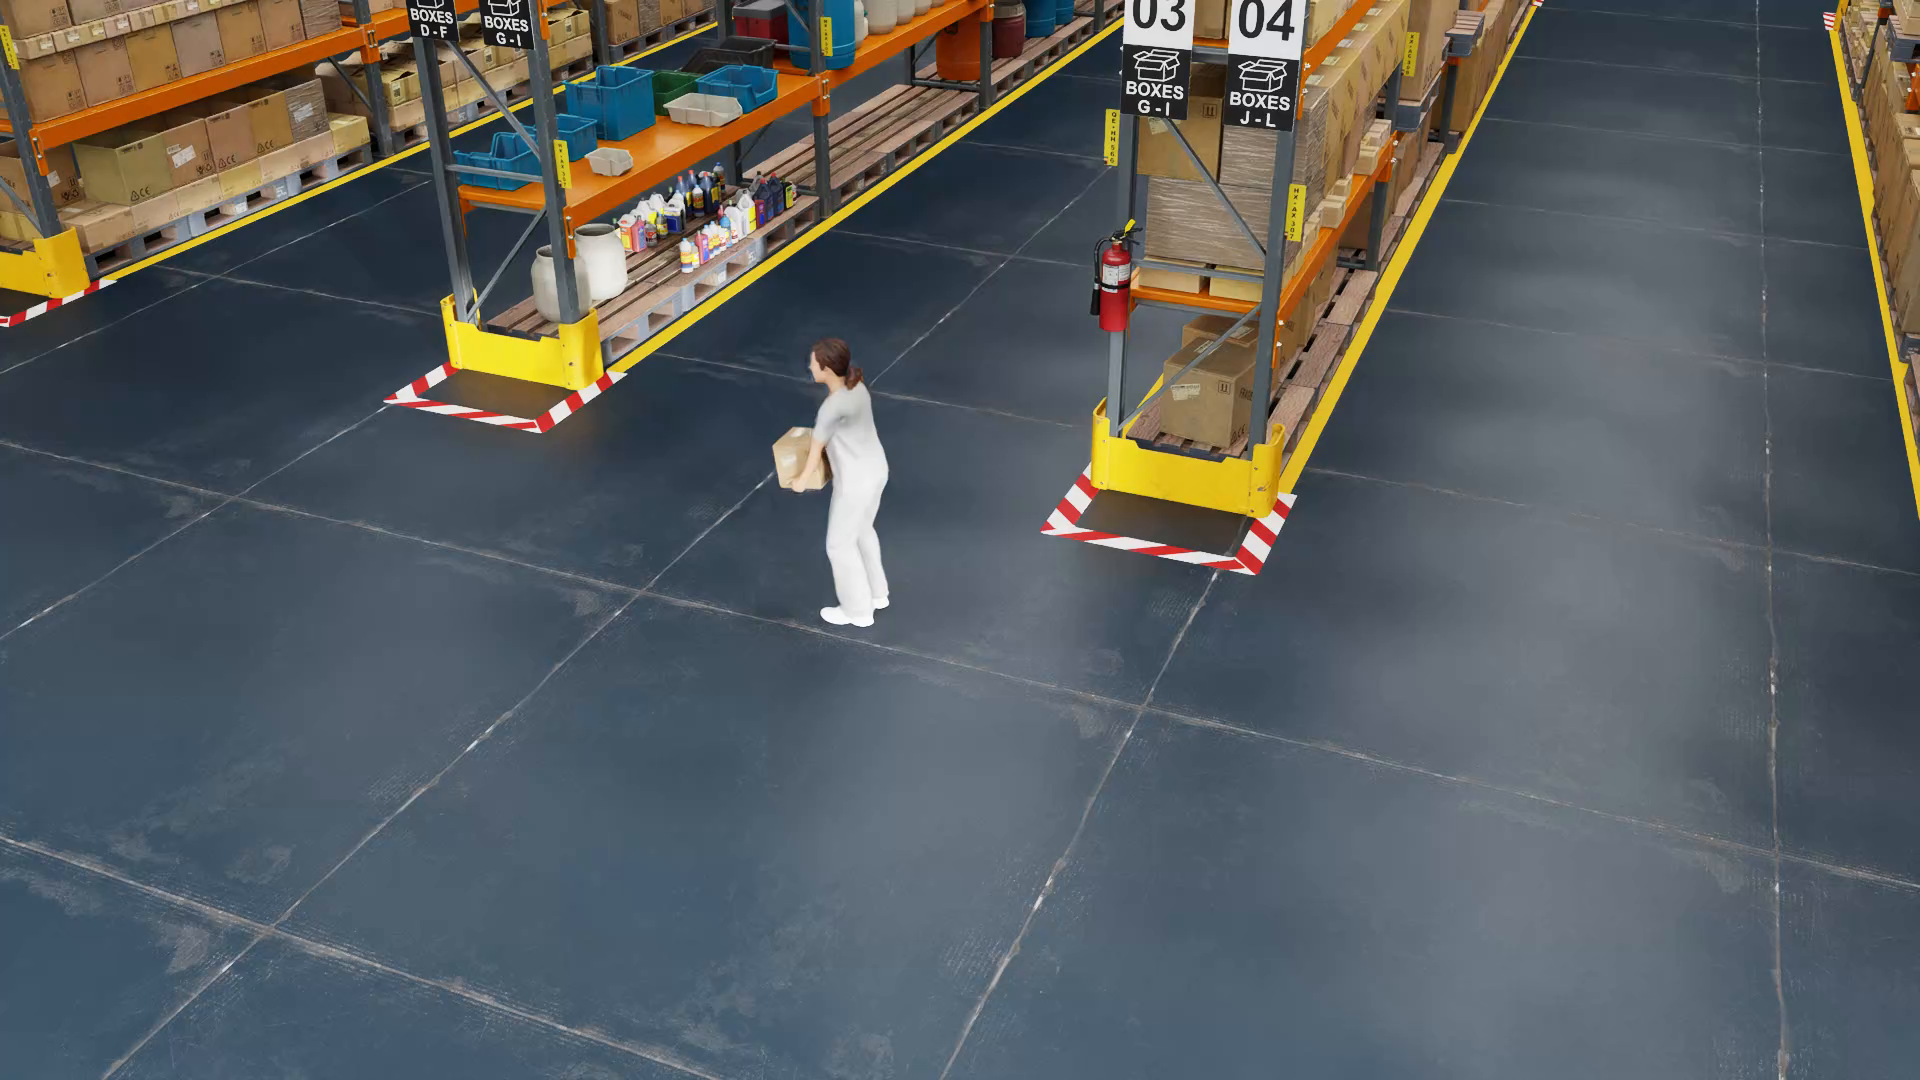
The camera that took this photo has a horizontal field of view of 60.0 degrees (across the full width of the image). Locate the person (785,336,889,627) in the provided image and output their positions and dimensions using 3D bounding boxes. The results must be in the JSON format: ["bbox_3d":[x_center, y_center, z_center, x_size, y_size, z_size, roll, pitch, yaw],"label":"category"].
[{"bbox_3d":[-0.659,-0.323,8.985,0.519,1.656,0.411,11,31,18],"label":"person"}]
